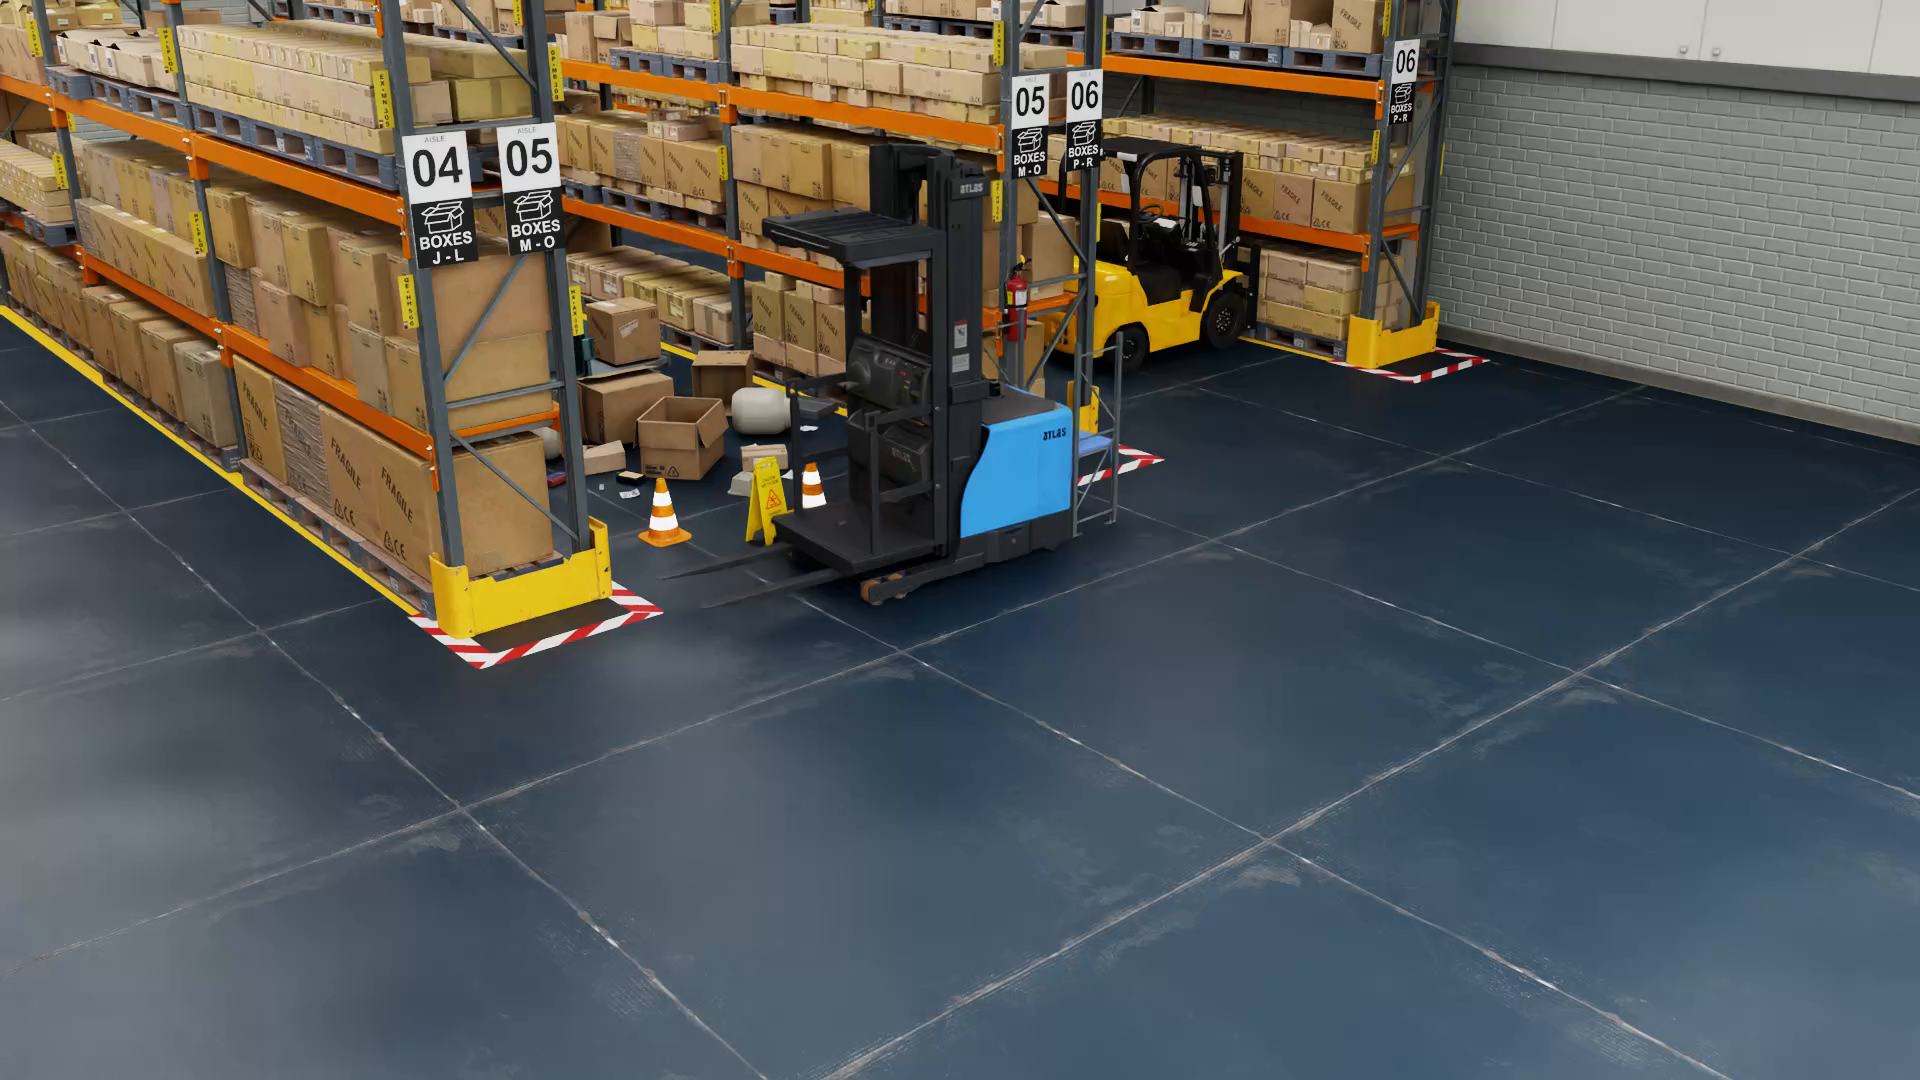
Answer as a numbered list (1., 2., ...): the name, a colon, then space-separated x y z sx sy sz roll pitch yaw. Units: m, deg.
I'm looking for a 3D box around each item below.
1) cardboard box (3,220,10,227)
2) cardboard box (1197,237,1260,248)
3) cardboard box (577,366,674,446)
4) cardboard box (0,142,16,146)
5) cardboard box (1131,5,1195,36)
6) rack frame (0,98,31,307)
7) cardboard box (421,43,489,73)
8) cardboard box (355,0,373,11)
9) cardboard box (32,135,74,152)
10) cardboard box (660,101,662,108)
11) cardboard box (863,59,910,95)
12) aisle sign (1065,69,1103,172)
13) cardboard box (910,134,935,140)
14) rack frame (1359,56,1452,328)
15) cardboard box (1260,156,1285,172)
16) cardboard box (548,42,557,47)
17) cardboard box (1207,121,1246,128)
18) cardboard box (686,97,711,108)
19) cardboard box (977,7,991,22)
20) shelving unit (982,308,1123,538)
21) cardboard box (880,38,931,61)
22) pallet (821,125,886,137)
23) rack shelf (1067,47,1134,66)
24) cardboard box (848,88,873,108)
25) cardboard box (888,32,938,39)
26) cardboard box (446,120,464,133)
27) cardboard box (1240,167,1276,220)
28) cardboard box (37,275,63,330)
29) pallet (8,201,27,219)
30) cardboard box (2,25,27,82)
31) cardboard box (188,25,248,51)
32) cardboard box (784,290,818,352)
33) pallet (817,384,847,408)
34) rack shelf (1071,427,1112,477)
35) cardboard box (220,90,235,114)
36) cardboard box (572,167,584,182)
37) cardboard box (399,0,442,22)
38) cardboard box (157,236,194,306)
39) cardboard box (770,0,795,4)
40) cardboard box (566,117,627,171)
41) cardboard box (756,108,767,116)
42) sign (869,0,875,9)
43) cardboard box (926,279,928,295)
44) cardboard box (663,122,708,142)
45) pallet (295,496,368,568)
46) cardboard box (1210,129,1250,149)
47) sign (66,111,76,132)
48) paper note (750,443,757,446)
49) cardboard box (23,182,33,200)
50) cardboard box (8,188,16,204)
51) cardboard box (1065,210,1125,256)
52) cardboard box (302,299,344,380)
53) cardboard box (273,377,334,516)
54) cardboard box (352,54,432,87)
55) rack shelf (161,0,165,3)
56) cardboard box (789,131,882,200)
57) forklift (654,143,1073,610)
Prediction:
1. cardboard box: -11.854 -3.976 21.039 0.380 0.149 0.250 -17 27 -37
2. cardboard box: 2.953 -3.174 18.298 0.500 0.250 0.500 -18 28 -38
3. cardboard box: -2.949 -1.179 14.618 0.797 0.637 0.503 -17 27 -37
4. cardboard box: -10.524 -4.238 18.145 0.380 0.149 0.250 -17 27 -37
5. cardboard box: 2.237 -5.736 18.313 0.500 0.311 0.500 -17 27 -36
6. rack frame: -10.785 -4.248 19.217 1.000 3.000 0.127 -17 27 -37
7. cardboard box: -3.259 -3.134 10.798 0.380 0.149 0.250 -18 28 -38
8. cardboard box: -7.760 -7.131 21.936 0.396 0.266 0.258 -16 27 -36
9. cardboard box: -10.199 -4.465 18.724 0.380 0.149 0.250 -18 28 -39
10. cardboard box: -4.539 -6.922 26.388 0.380 0.149 0.250 -17 27 -37
11. cardboard box: -0.476 -3.963 14.174 0.500 0.250 0.500 -17 27 -36
12. aisle sign: 1.007 -3.406 13.503 0.394 0.787 0.004 -17 27 -37
13. cardboard box: -0.302 -5.376 21.616 0.500 0.250 0.500 -16 27 -36
14. rack frame: 4.490 -3.322 16.852 1.000 3.000 0.127 -17 27 -37
15. cardboard box: 3.376 -3.983 17.514 0.380 0.149 0.250 -19 28 -39
16. cardboard box: -4.413 -5.502 18.649 0.380 0.149 0.250 -17 27 -37
17. cardboard box: 2.996 -4.618 18.727 0.380 0.149 0.250 -18 28 -38
18. cardboard box: -3.860 -6.788 25.501 0.500 0.250 0.500 -17 27 -36
19. cardboard box: 0.428 -6.393 20.213 0.380 0.149 0.250 -18 28 -38
20. shelving unit: 0.666 -0.916 12.767 0.538 1.500 1.048 -19 28 -40
21. cardboard box: -0.464 -4.190 14.207 0.380 0.149 0.250 -18 28 -39
22. pallet: -1.228 -5.613 22.966 1.213 0.211 1.003 -17 27 -37
23. rack shelf: 0.573 -6.041 20.669 1.077 0.370 4.000 -17 27 -37
24. cardboard box: -0.749 -3.865 14.469 0.380 0.149 0.250 -18 28 -38
25. cardboard box: -0.422 -4.454 14.881 0.380 0.149 0.250 -17 27 -37
26. cardboard box: -3.100 -2.696 10.773 0.380 0.149 0.250 -17 27 -37
27. cardboard box: 3.303 -3.729 17.754 0.500 0.500 0.500 -18 28 -38
28. cardboard box: -9.495 -2.581 17.812 0.500 0.500 0.500 -19 28 -40
29. pallet: -9.497 -3.591 17.802 1.003 0.211 1.213 -17 27 -37
30. cardboard box: -9.076 -4.819 16.424 0.500 0.500 0.500 -17 27 -37
31. cardboard box: -5.415 -3.679 12.190 0.380 0.149 0.250 -18 28 -38
32. cardboard box: -1.340 -2.136 15.991 0.500 0.500 0.500 -16 27 -35
33. pallet: -0.613 -1.431 15.849 1.003 0.211 1.213 -17 27 -37
34. rack shelf: 0.666 -0.749 12.833 0.538 0.185 1.000 -19 28 -40
35. cardboard box: -5.087 -3.169 11.979 0.380 0.149 0.250 -18 28 -38
36. cardboard box: -4.116 -4.121 18.662 0.380 0.149 0.250 -20 29 -41
37. cardboard box: -6.745 -6.781 20.857 0.500 0.500 0.500 -18 28 -38
38. cardboard box: -6.436 -2.305 14.118 0.500 0.500 0.500 -18 28 -38
39. cardboard box: -2.427 -7.563 23.199 0.380 0.149 0.250 -17 27 -36
40. cardboard box: -4.026 -4.408 18.505 0.500 0.500 0.500 -16 26 -35
41. cardboard box: -2.727 -6.295 24.051 0.396 0.266 0.258 -16 26 -35
42. sign: -1.144 -7.041 21.525 0.100 0.325 0.005 -17 27 -37
43. cardboard box: -0.075 -2.194 14.317 0.380 0.149 0.250 -18 28 -38
44. cardboard box: -2.811 -4.188 17.053 0.380 0.149 0.250 -18 28 -39
45. pallet: -4.325 -0.174 12.638 1.003 0.211 1.213 -17 27 -37
46. cardboard box: 2.939 -4.354 18.052 0.380 0.149 0.250 -17 27 -37
47. sign: -10.367 -4.920 19.346 0.100 0.325 0.005 -17 27 -37
48. paper note: -1.834 -0.809 14.523 0.148 0.019 0.142 -8 23 -19
49. cardboard box: -9.191 -3.534 16.754 0.380 0.149 0.250 -17 27 -36
50. cardboard box: -9.678 -3.604 17.342 0.380 0.149 0.250 -16 27 -36
51. cardboard box: 1.530 -3.658 20.391 0.875 0.625 0.625 -16 26 -35
52. cardboard box: -4.252 -1.562 12.154 0.875 0.550 0.500 -17 27 -37
53. cardboard box: -4.614 -0.806 12.765 0.875 0.875 0.875 -17 27 -37
54. cardboard box: -3.429 -2.838 10.042 0.380 0.149 0.250 -17 27 -37
55. rack shelf: -6.869 -4.863 14.095 1.077 0.370 4.000 -17 27 -37
56. cardboard box: -1.132 -3.430 15.213 0.700 0.500 0.500 -18 28 -39
57. forklift: -0.657 -1.139 11.373 3.031 2.935 1.130 -15 26 -34
